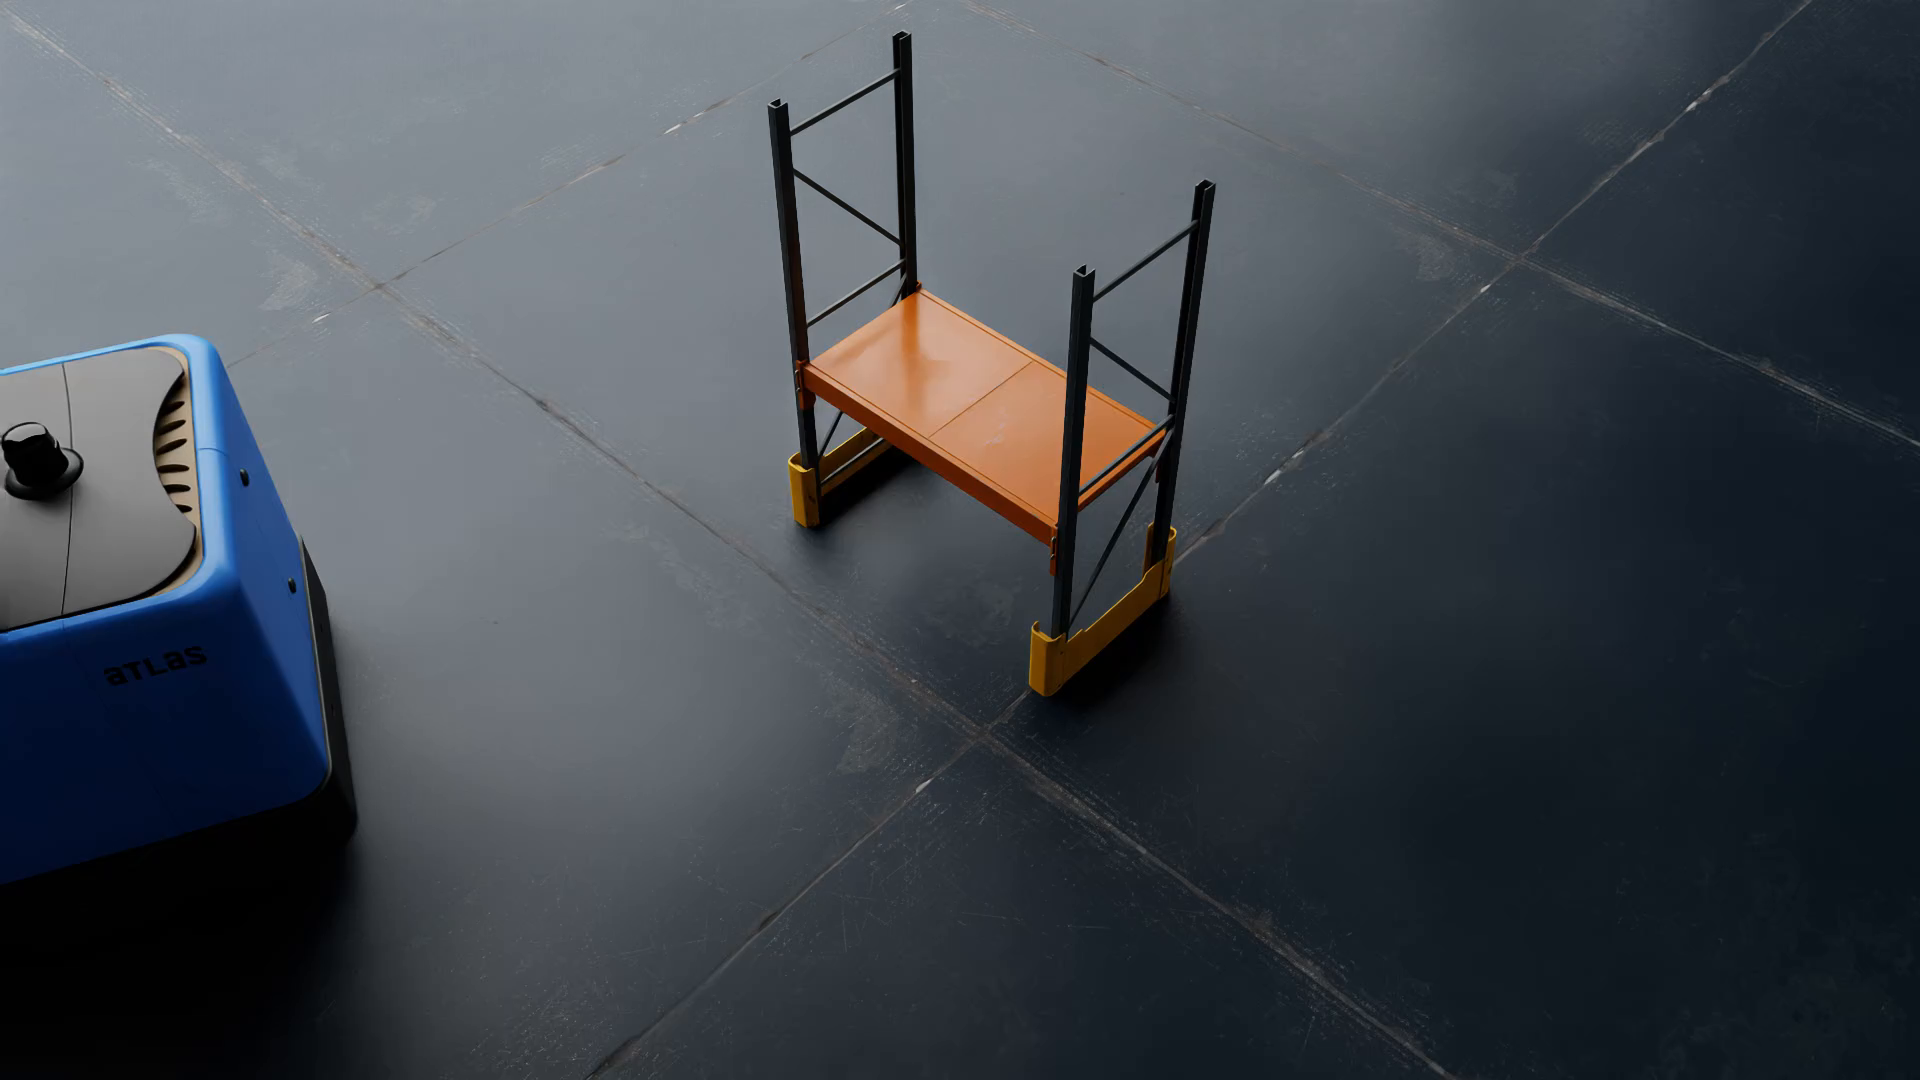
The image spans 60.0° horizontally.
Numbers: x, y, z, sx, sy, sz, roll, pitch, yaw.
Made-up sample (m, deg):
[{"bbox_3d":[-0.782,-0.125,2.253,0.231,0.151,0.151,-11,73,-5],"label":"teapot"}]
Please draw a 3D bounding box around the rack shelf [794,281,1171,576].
[{"bbox_3d":[0.063,-0.348,4.795,1.000,0.185,0.538,34,55,28],"label":"rack shelf"}]

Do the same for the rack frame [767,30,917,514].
[{"bbox_3d":[-0.311,-0.723,4.900,0.032,1.500,0.500,34,55,28],"label":"rack frame"}]

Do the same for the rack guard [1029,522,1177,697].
[{"bbox_3d":[0.422,0.198,4.892,0.087,0.250,0.587,34,55,28],"label":"rack guard"}]

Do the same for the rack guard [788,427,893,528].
[{"bbox_3d":[-0.310,-0.294,5.355,0.087,0.250,0.587,34,55,28],"label":"rack guard"}]

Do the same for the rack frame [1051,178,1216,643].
[{"bbox_3d":[0.436,-0.220,4.428,0.032,1.500,0.500,34,55,28],"label":"rack frame"}]

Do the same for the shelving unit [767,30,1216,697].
[{"bbox_3d":[0.056,-0.476,4.668,1.083,1.500,0.587,34,55,28],"label":"shelving unit"}]

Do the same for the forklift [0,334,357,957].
[{"bbox_3d":[-3.182,-0.120,3.352,3.031,2.935,1.130,-15,49,-14],"label":"forklift"}]
